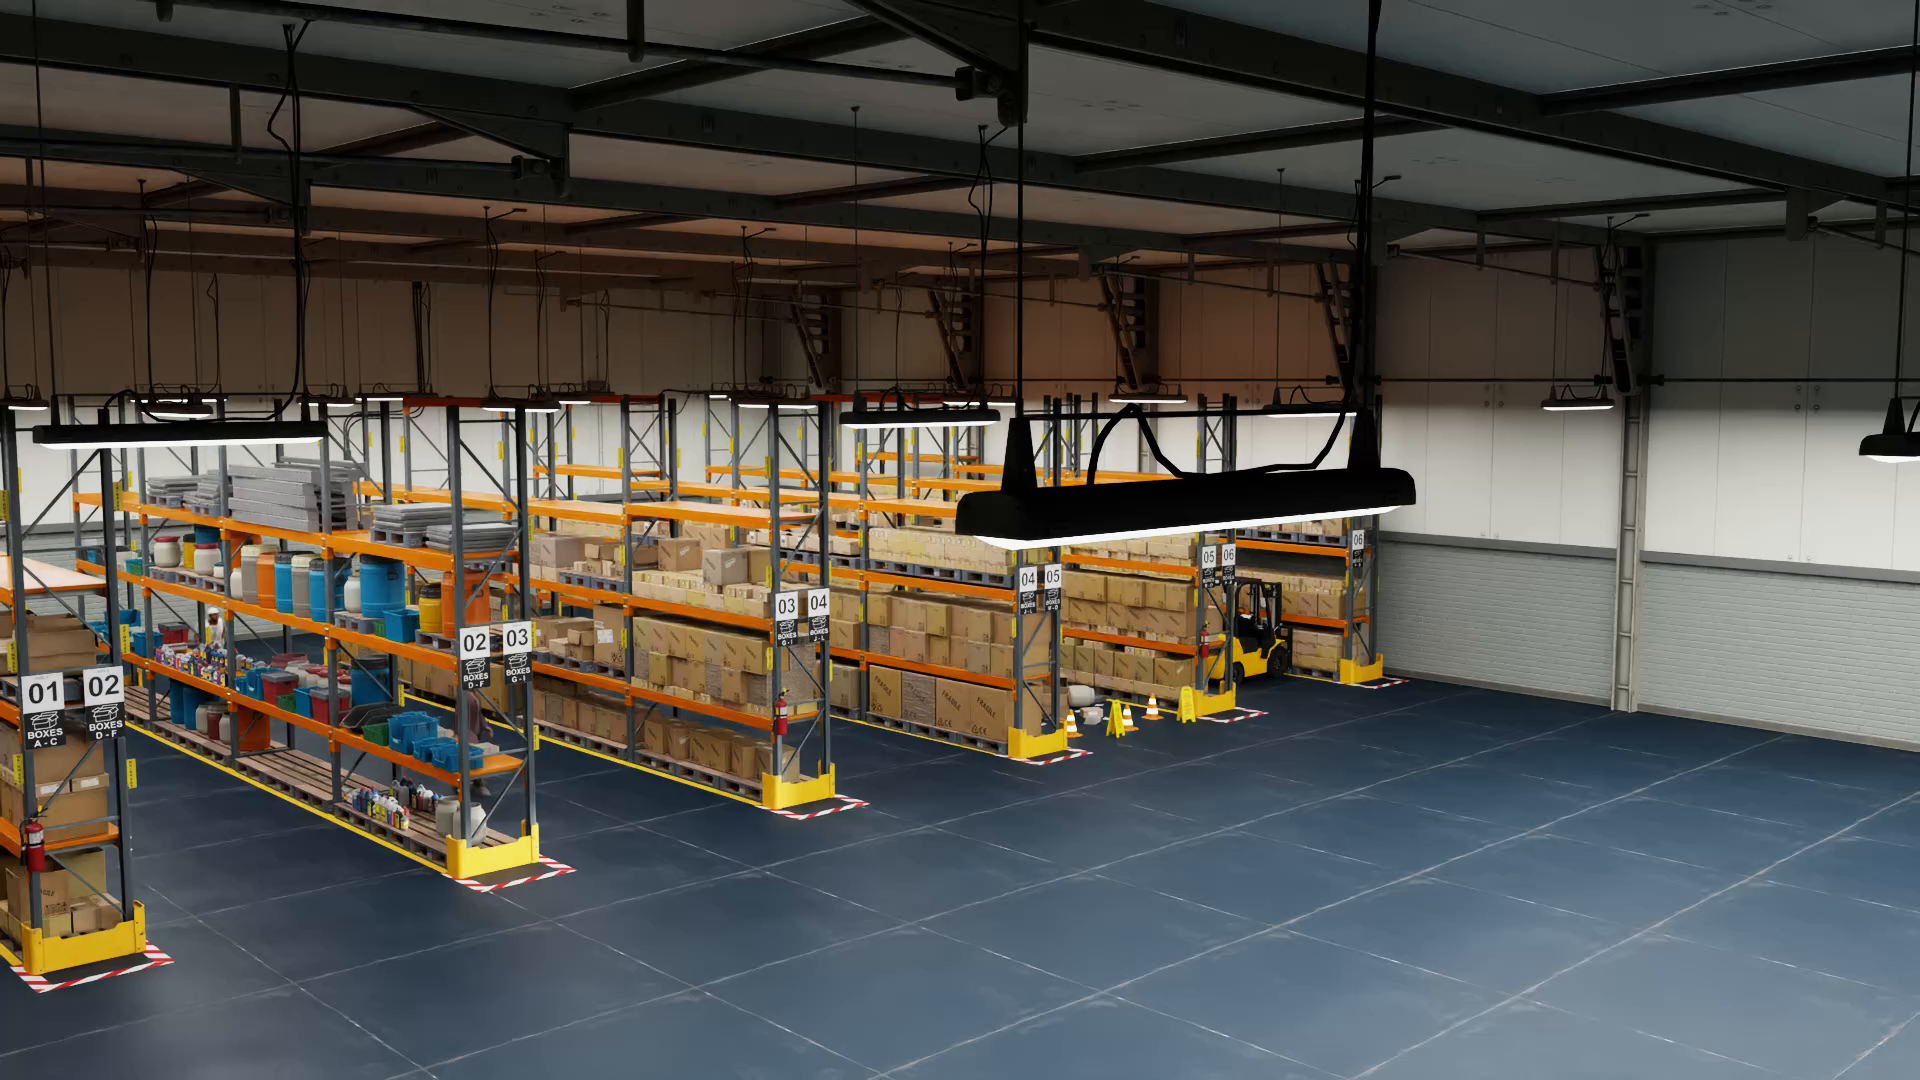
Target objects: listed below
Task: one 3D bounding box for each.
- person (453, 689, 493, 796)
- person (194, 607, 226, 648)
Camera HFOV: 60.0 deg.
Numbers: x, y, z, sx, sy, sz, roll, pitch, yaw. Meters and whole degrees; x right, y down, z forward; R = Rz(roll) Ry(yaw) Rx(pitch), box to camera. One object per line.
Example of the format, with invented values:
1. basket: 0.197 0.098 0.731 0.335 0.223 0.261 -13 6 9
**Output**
1. person: -7.501 2.997 25.554 0.890 1.819 0.701 2 6 22
2. person: -15.392 2.200 34.153 0.654 1.677 0.652 -4 7 -35
